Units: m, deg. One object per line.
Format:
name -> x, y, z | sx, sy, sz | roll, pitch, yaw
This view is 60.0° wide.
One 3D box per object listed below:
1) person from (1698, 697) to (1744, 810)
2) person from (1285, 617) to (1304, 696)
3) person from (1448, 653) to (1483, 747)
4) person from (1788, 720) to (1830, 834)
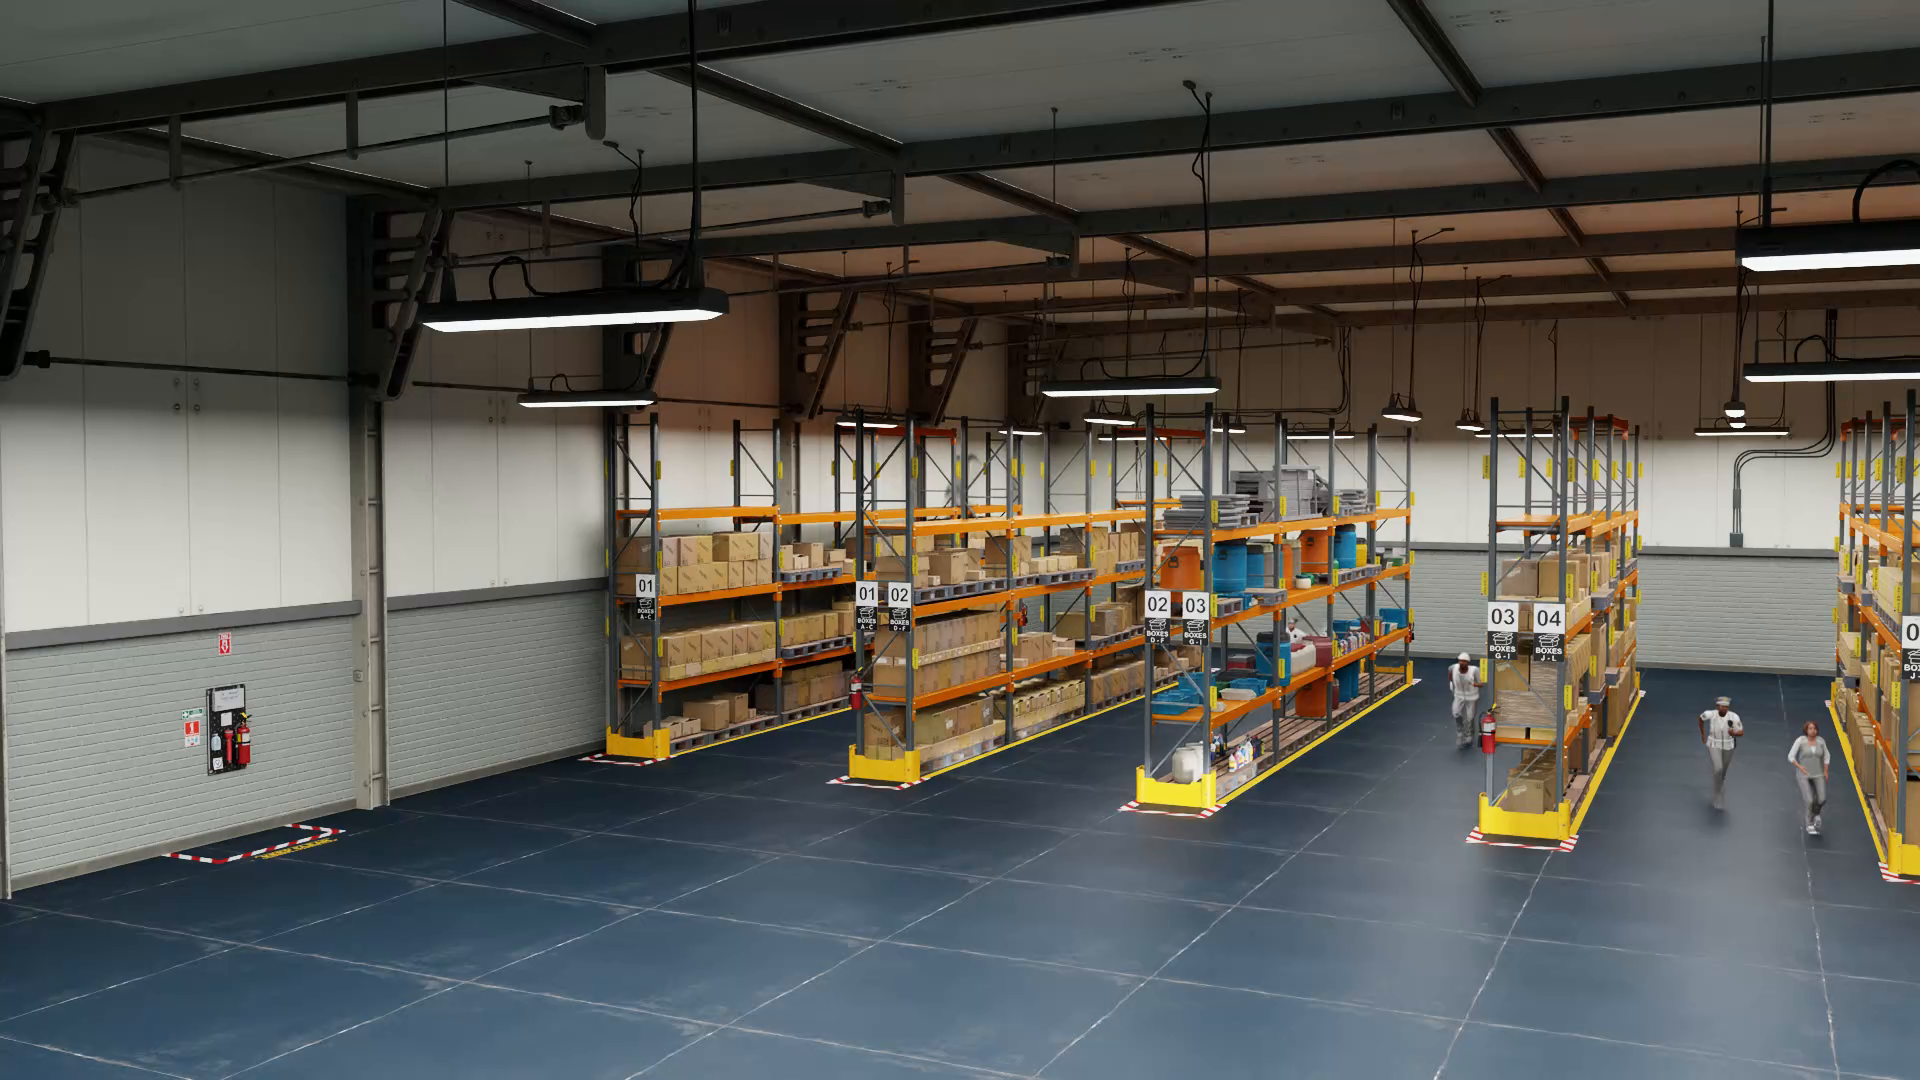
person -> 11.351, 3.140, 24.844 | 0.566, 1.691, 0.925 | 1, 2, 12
person -> 7.447, 2.580, 37.106 | 0.646, 1.754, 0.848 | 2, 3, 34
person -> 9.087, 2.863, 29.920 | 0.666, 1.709, 0.915 | 1, 3, 26
person -> 11.694, 3.261, 22.873 | 0.554, 1.562, 0.534 | 1, 2, 15
